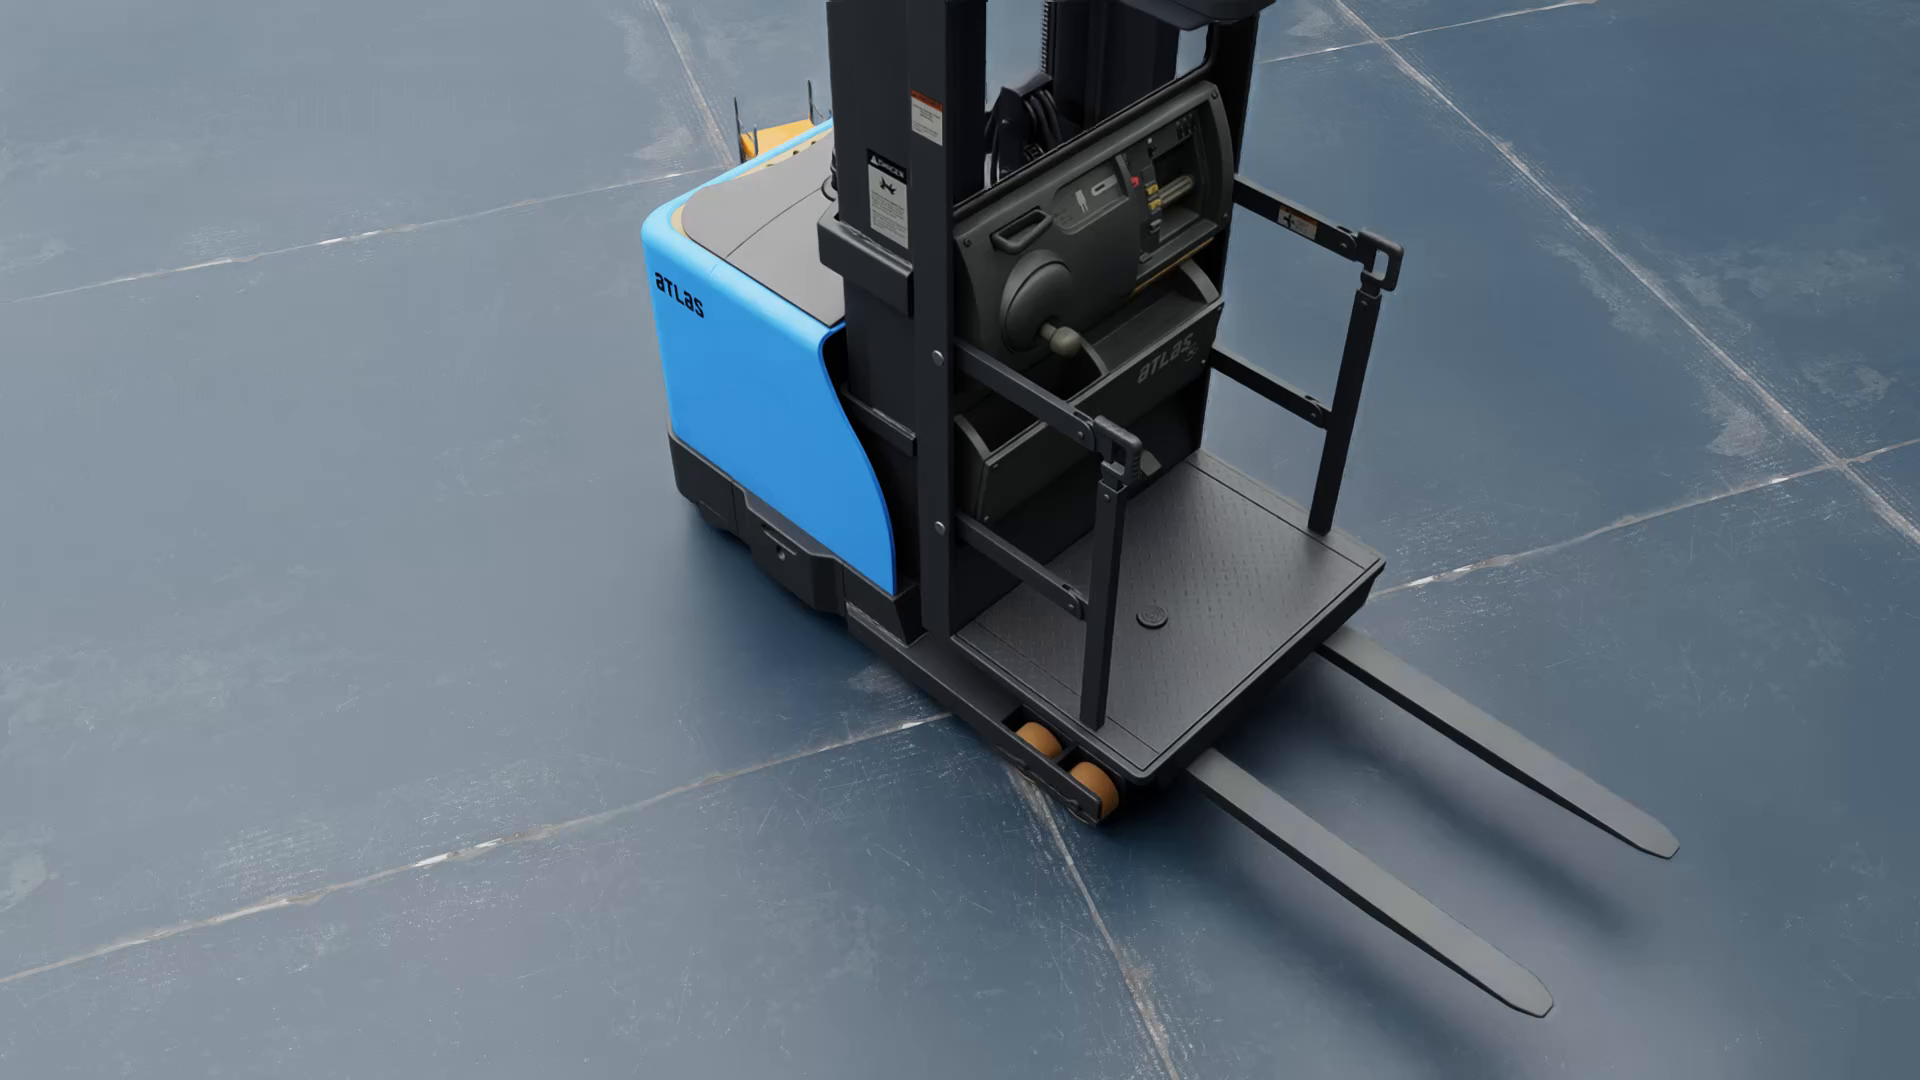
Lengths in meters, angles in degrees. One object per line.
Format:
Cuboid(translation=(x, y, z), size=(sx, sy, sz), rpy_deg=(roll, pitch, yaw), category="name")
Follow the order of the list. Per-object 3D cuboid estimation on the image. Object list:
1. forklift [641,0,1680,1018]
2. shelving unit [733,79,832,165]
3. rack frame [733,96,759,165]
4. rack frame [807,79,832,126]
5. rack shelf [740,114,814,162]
Cuboid(translation=(0.494, -0.692, 3.871), size=(3.031, 2.935, 1.130), rpy_deg=(35, 55, 30), category="forklift")
Cuboid(translation=(-0.546, -0.973, 5.478), size=(0.252, 1.050, 0.215), rpy_deg=(-18, 48, -17), category="shelving unit")
Cuboid(translation=(-0.657, -0.937, 5.442), size=(0.008, 1.050, 0.200), rpy_deg=(-18, 48, -17), category="rack frame")
Cuboid(translation=(-0.435, -1.008, 5.513), size=(0.008, 1.050, 0.200), rpy_deg=(-18, 48, -17), category="rack frame")
Cuboid(translation=(-0.546, -1.165, 5.284), size=(0.240, 0.259, 0.215), rpy_deg=(-18, 48, -17), category="rack shelf")
